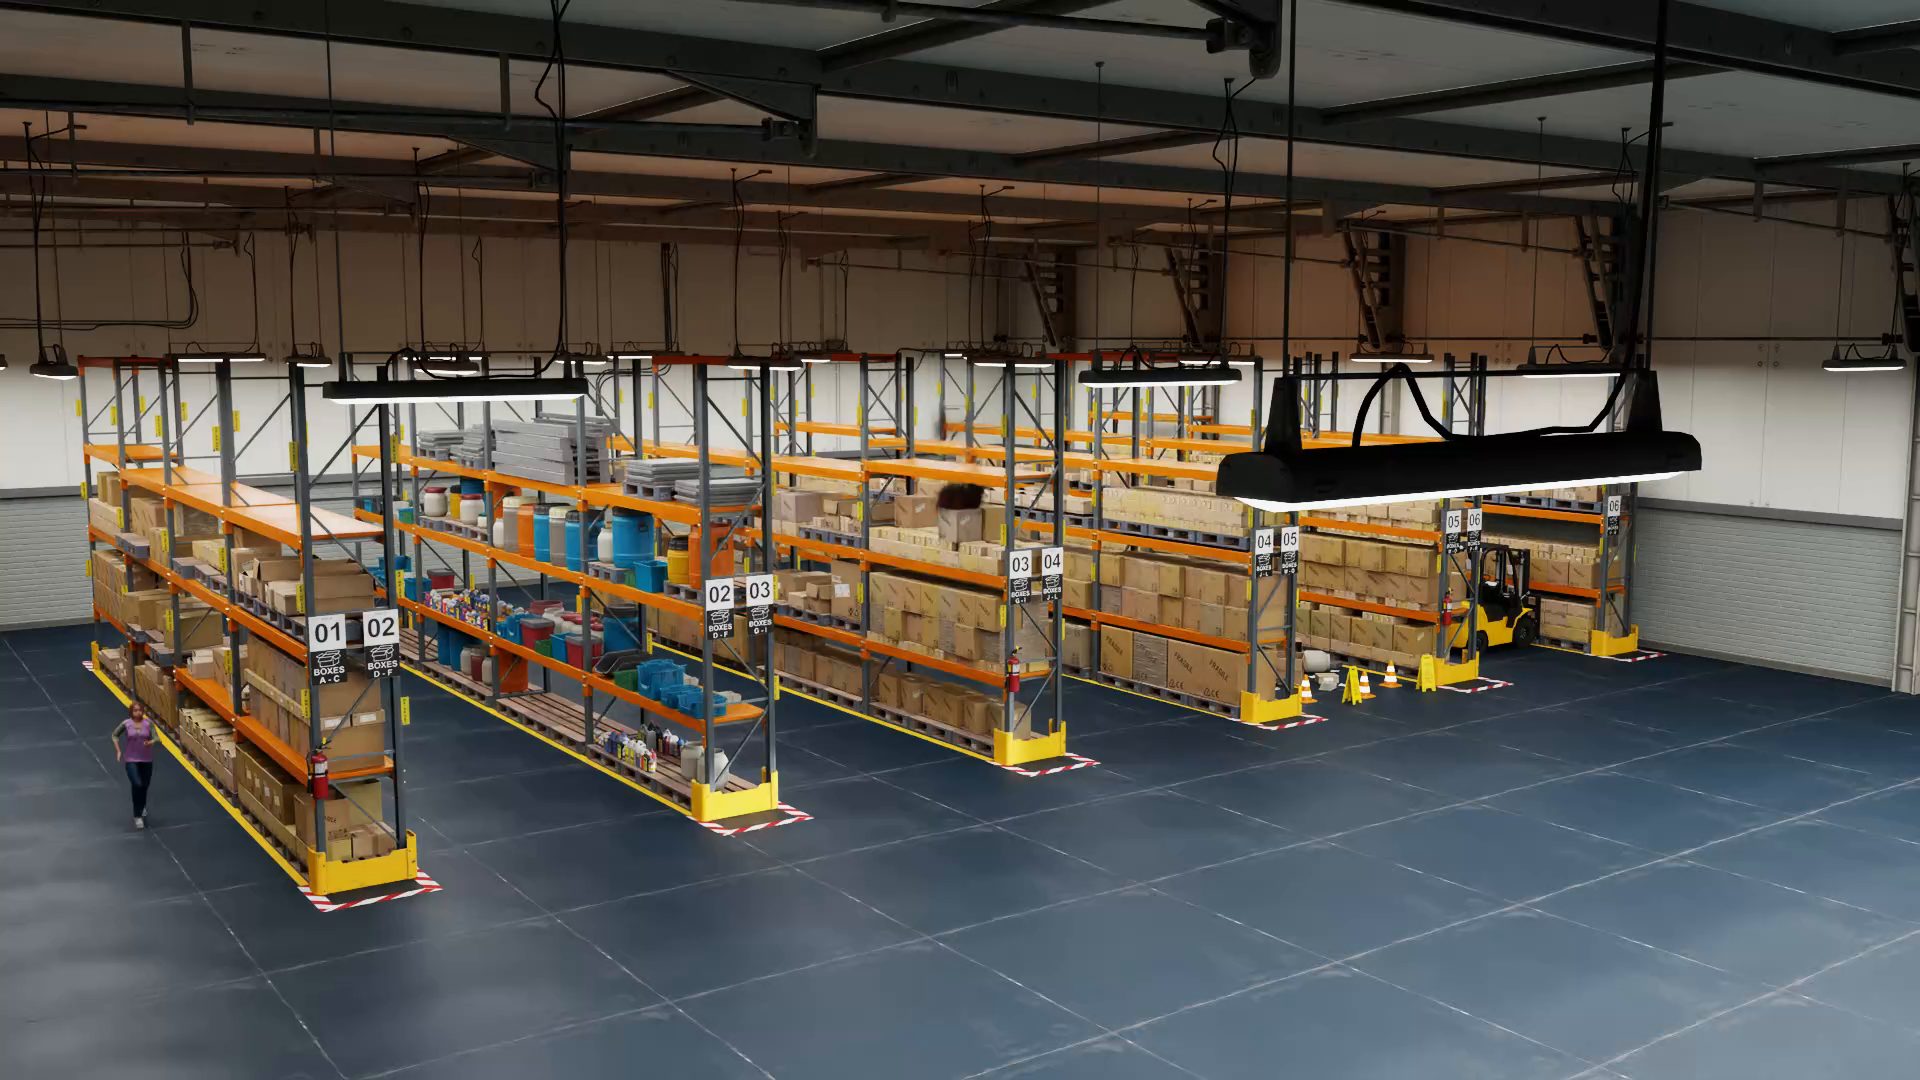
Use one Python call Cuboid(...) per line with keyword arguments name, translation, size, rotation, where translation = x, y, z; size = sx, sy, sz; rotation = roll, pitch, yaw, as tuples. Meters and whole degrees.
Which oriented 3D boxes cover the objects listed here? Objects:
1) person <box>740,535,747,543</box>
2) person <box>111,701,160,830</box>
Cuboid(name="person", translation=(-5.294, 0.617, 40.480), size=(0.616, 1.743, 0.791), rotation=(-1, 7, -8))
Cuboid(name="person", translation=(-10.715, 2.913, 21.684), size=(0.509, 1.648, 0.728), rotation=(-6, 9, -41))
